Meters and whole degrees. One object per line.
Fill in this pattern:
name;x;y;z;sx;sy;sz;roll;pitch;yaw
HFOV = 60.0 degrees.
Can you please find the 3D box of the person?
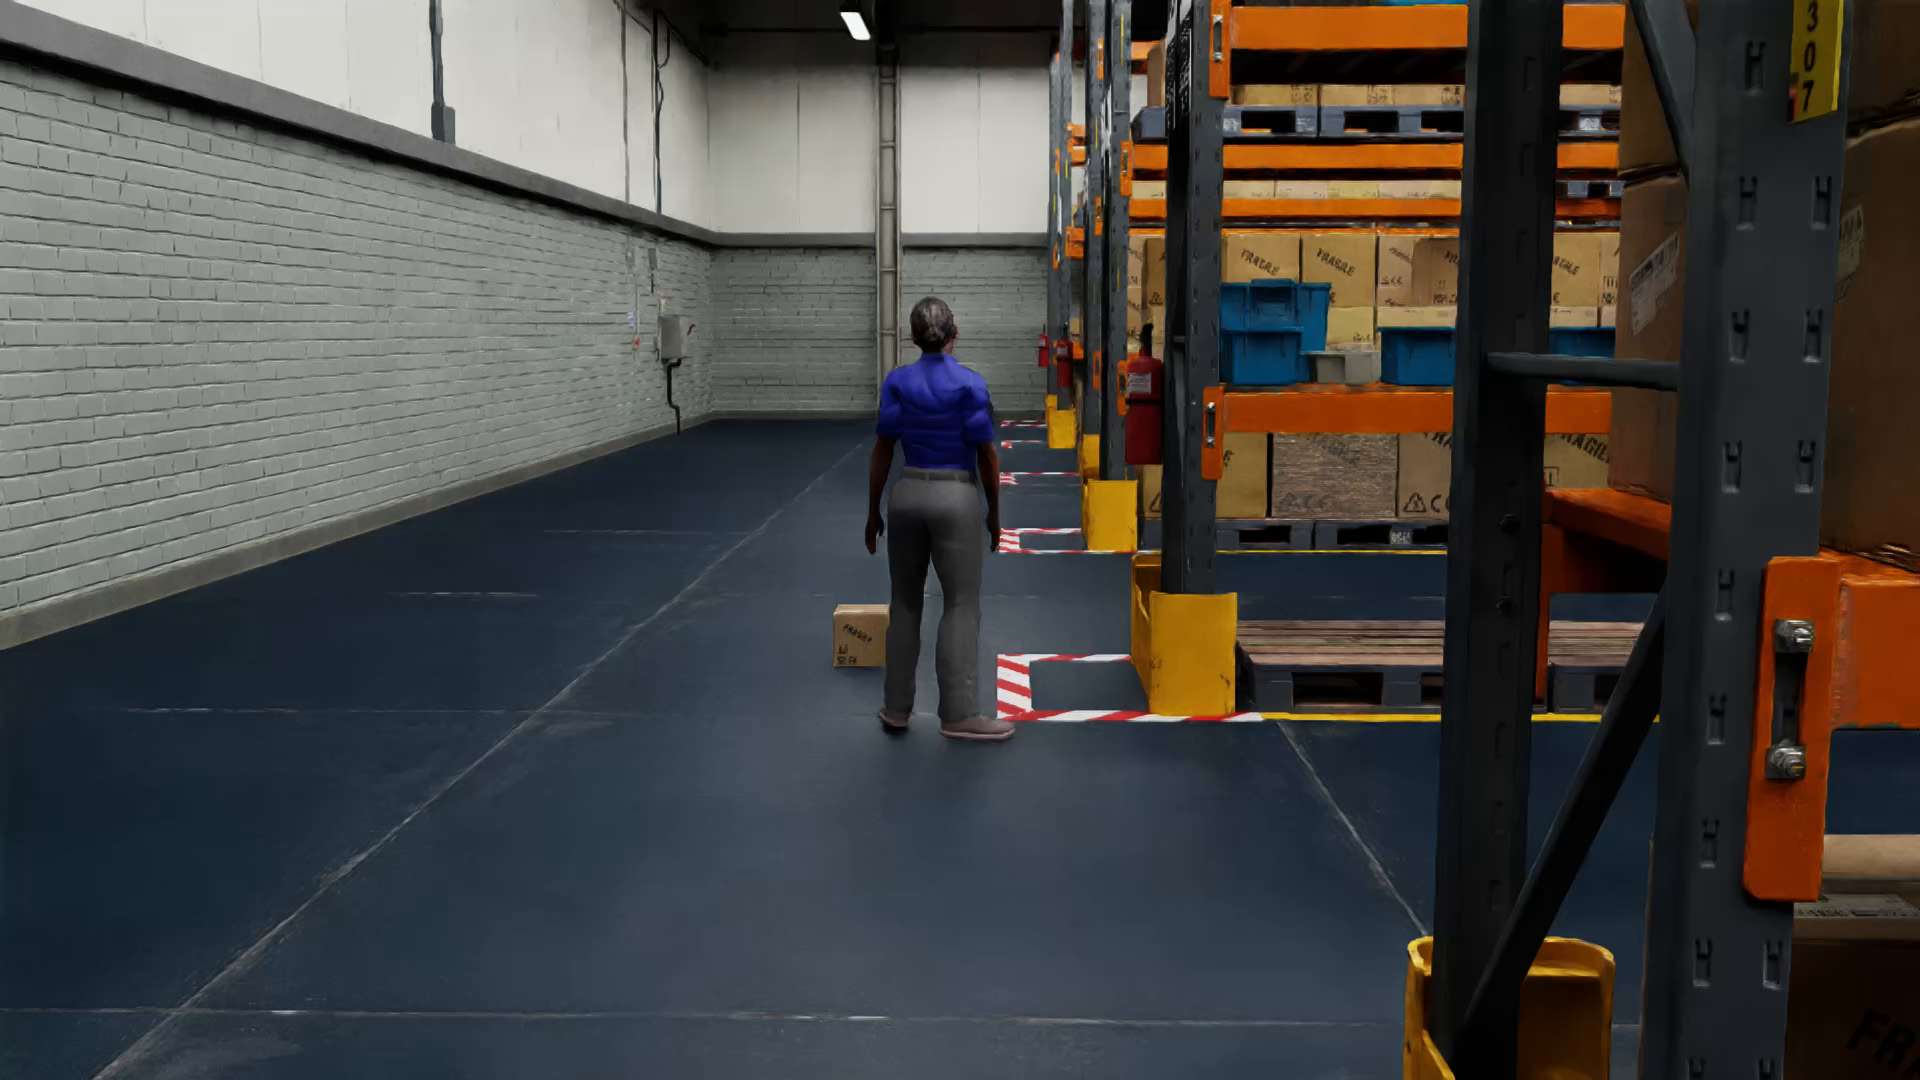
person;-0.074;-0.082;6.323;0.613;1.666;0.384;3;8;22
